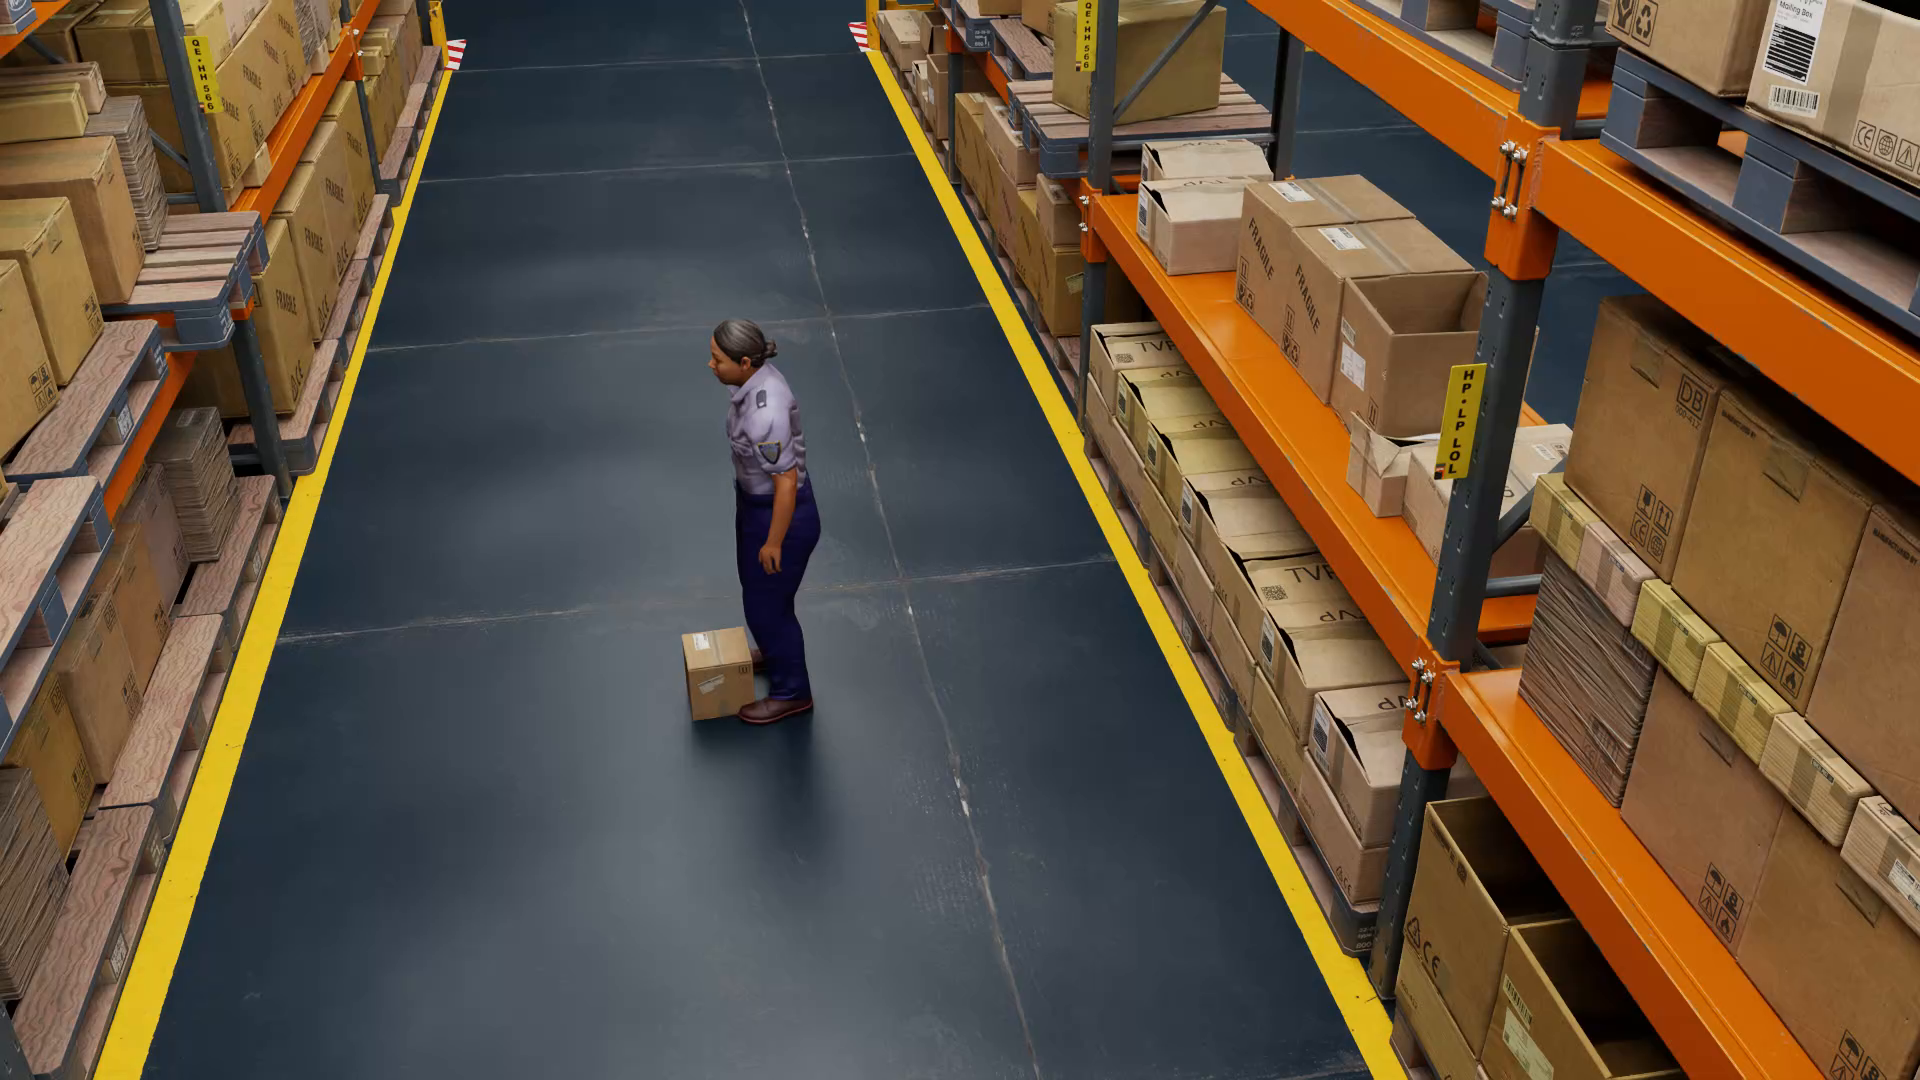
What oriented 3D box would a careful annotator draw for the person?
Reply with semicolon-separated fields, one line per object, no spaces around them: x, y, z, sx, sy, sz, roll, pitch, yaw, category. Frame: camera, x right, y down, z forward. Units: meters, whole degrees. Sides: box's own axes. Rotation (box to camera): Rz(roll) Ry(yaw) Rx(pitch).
-0.727;-0.095;6.300;0.369;1.650;0.550;-7;32;-11;person
